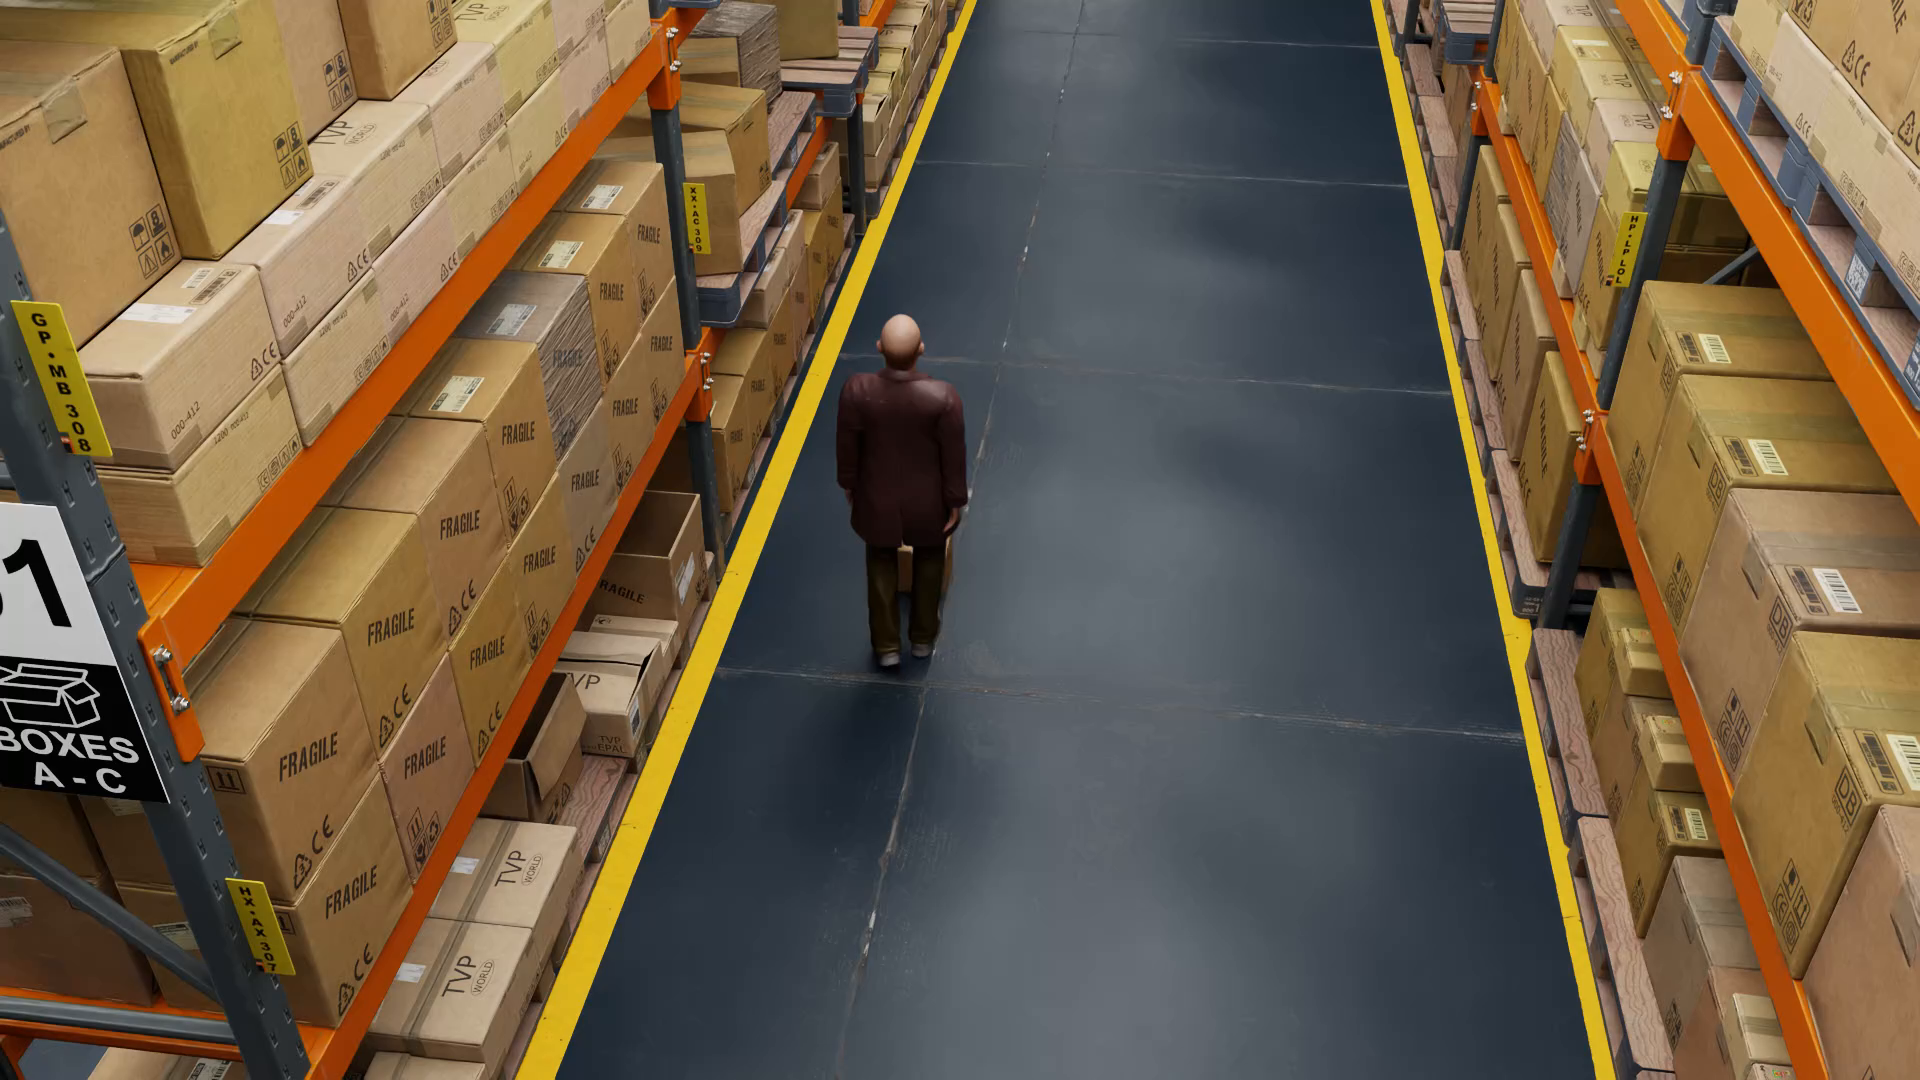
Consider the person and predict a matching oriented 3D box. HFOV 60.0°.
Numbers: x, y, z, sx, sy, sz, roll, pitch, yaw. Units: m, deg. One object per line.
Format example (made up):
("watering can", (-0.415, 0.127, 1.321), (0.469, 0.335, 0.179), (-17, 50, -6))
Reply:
("person", (-0.253, -0.206, 7.408), (0.596, 1.822, 0.502), (4, 36, 5))
